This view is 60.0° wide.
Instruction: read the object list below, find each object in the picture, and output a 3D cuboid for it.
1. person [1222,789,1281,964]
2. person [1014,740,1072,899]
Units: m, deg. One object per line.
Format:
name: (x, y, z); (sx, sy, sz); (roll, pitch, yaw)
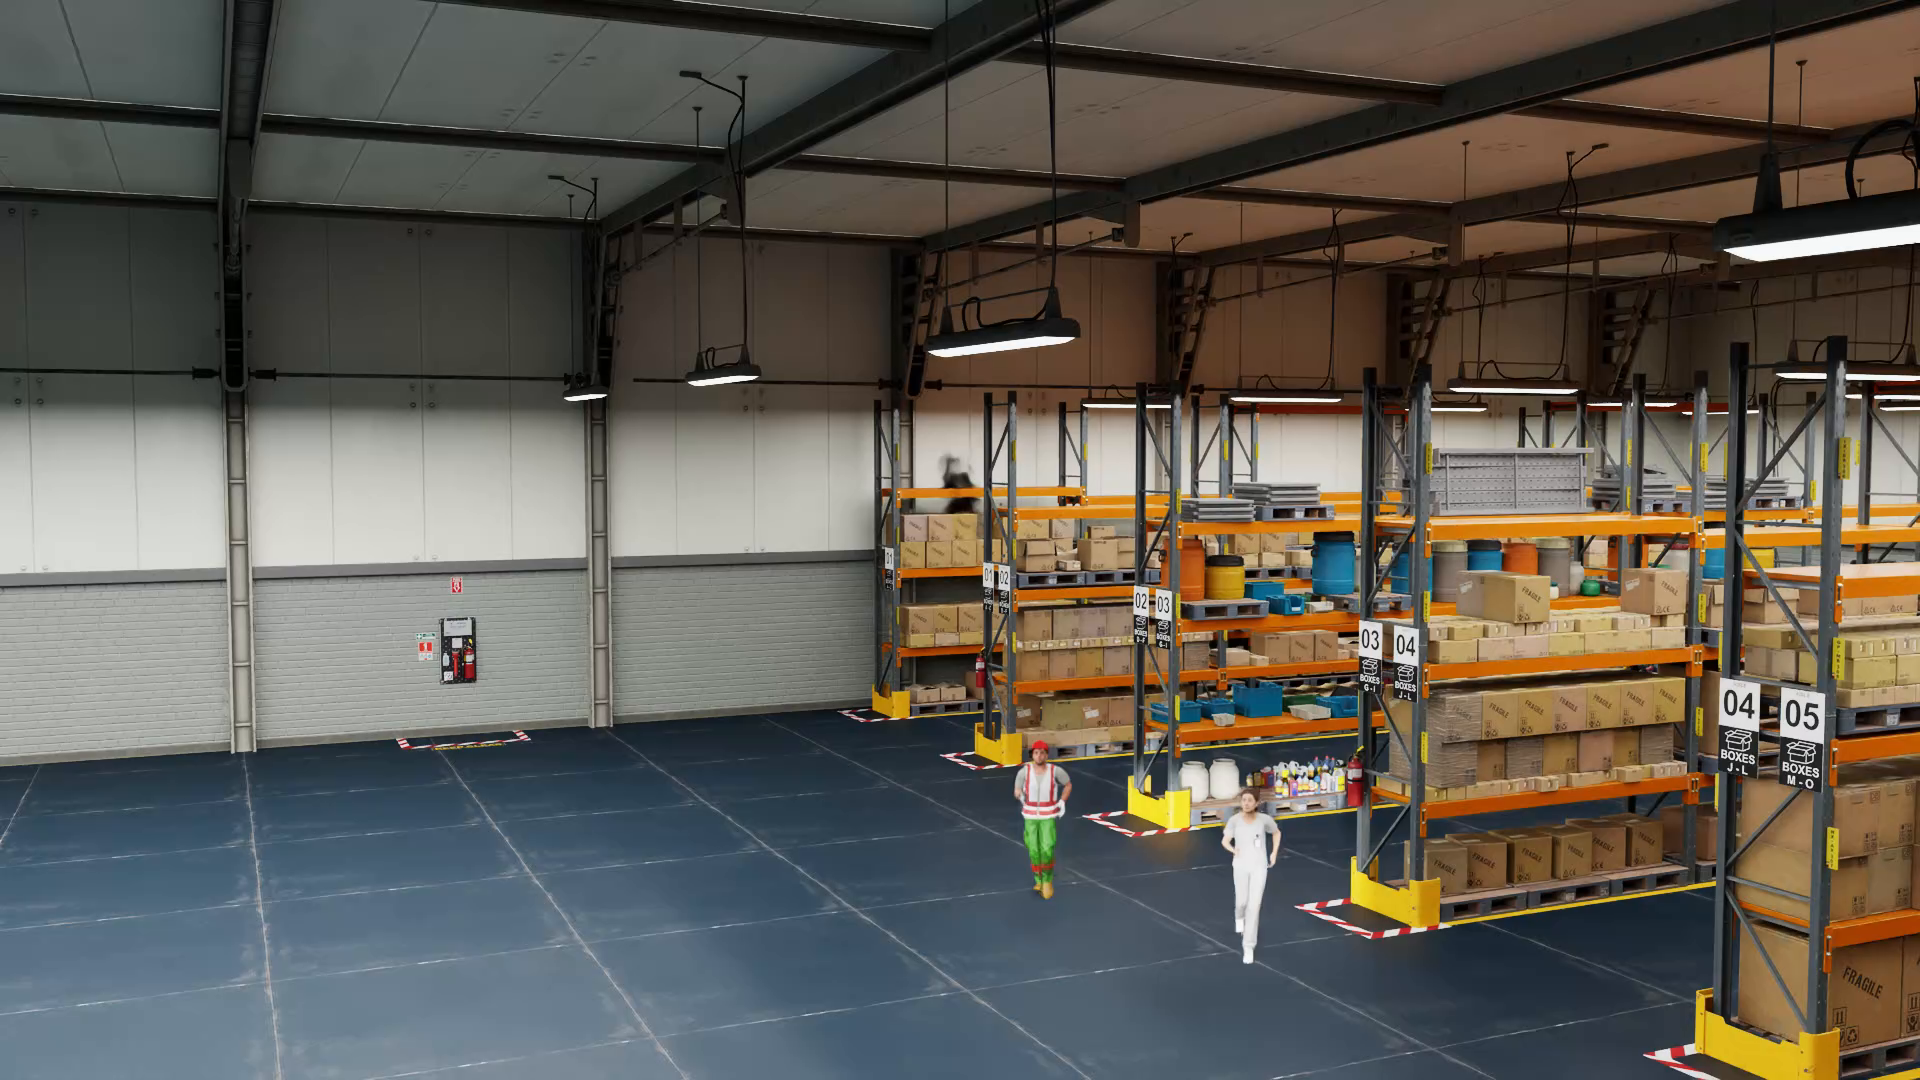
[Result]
person: (2.959, 3.349, 16.909); (0.578, 1.678, 0.955); (1, 3, 16)
person: (0.915, 3.178, 18.870); (0.634, 1.795, 0.655); (1, 3, 12)
